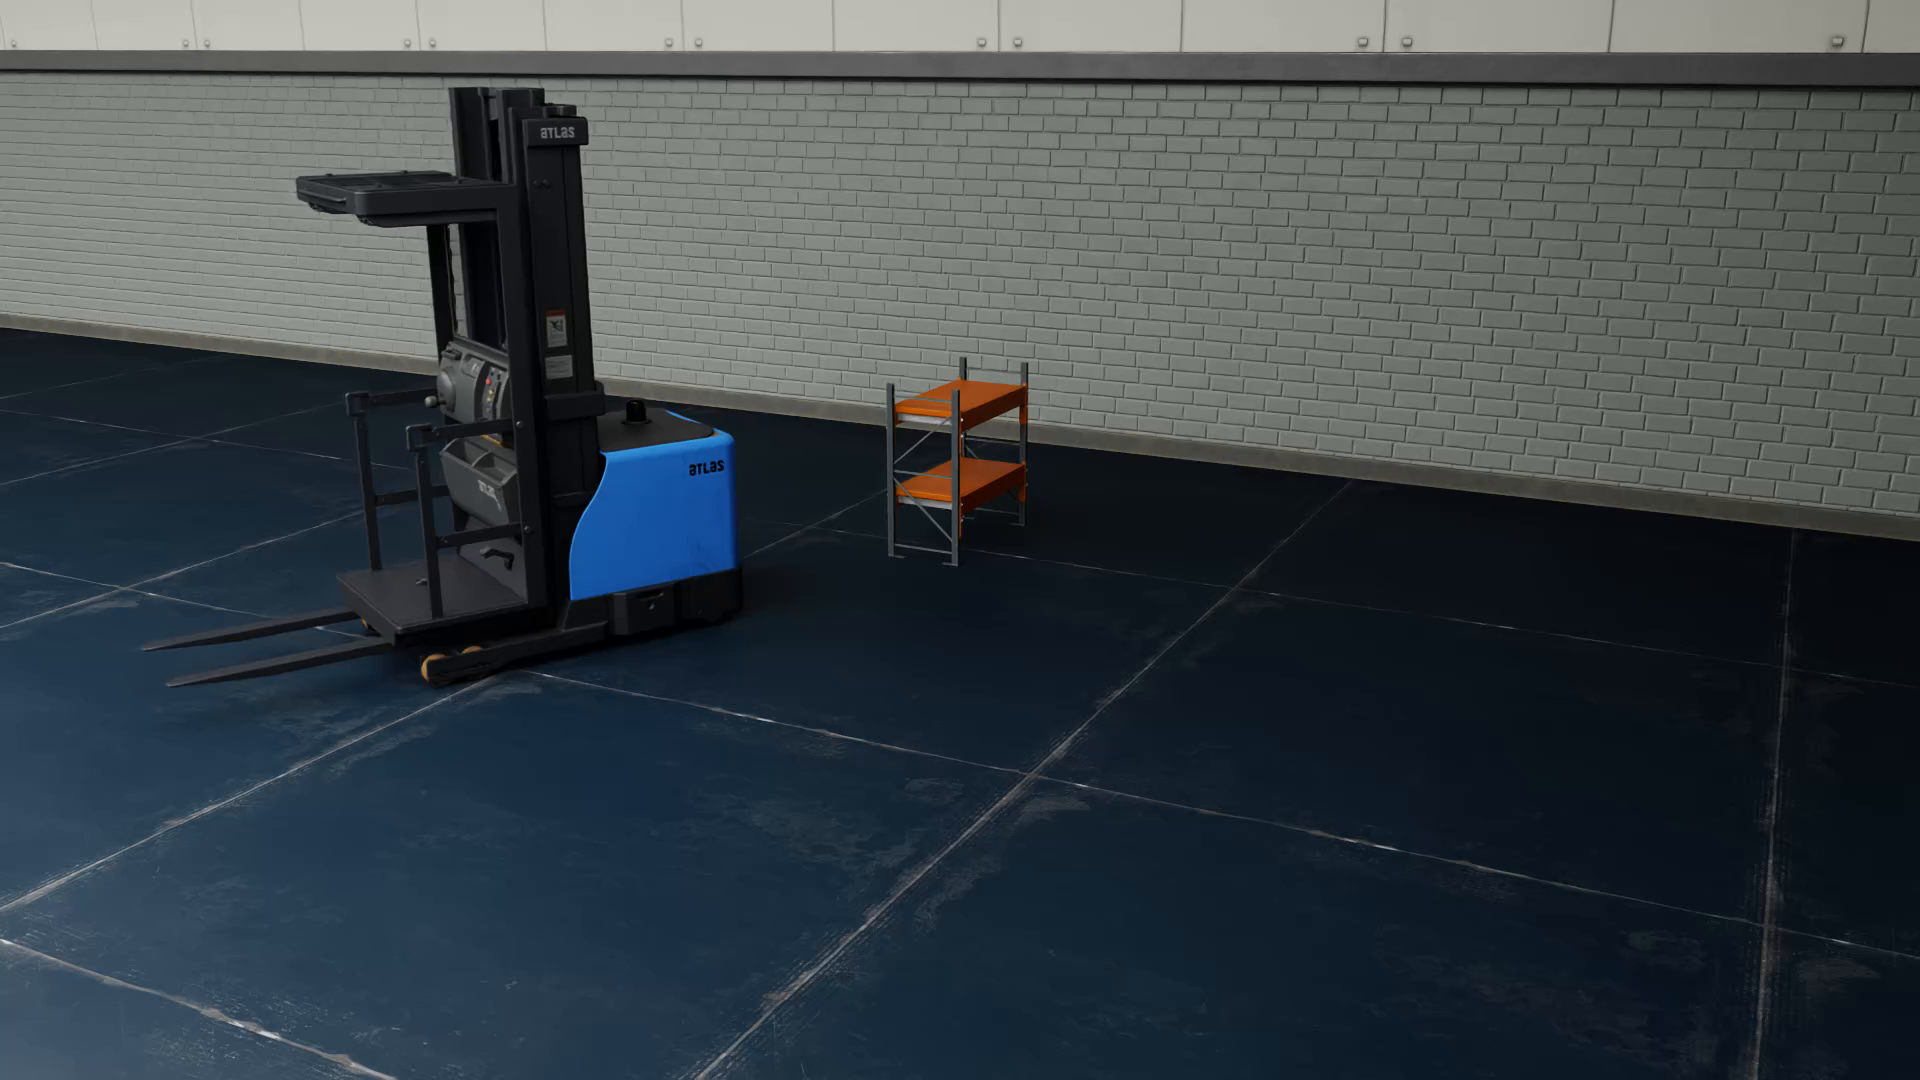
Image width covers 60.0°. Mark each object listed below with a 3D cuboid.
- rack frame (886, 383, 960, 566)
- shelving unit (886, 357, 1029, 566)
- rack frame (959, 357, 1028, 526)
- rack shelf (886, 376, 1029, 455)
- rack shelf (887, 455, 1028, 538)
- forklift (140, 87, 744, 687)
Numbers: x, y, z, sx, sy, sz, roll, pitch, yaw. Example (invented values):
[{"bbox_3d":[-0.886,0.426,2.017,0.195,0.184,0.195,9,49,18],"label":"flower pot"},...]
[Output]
[{"bbox_3d":[-0.230,-0.408,10.422,0.500,1.125,0.032,8,18,25],"label":"rack frame"},{"bbox_3d":[-0.003,-0.538,10.858,0.538,1.125,1.048,8,18,25],"label":"shelving unit"},{"bbox_3d":[0.224,-0.667,11.294,0.500,1.125,0.032,8,18,25],"label":"rack frame"},{"bbox_3d":[-0.003,-0.818,10.775,0.538,0.278,1.000,8,18,25],"label":"rack shelf"},{"bbox_3d":[-0.003,-0.303,10.928,0.538,0.278,1.000,8,18,25],"label":"rack shelf"},{"bbox_3d":[-2.730,-0.825,8.656,3.031,2.935,1.130,-12,20,-34],"label":"forklift"}]
